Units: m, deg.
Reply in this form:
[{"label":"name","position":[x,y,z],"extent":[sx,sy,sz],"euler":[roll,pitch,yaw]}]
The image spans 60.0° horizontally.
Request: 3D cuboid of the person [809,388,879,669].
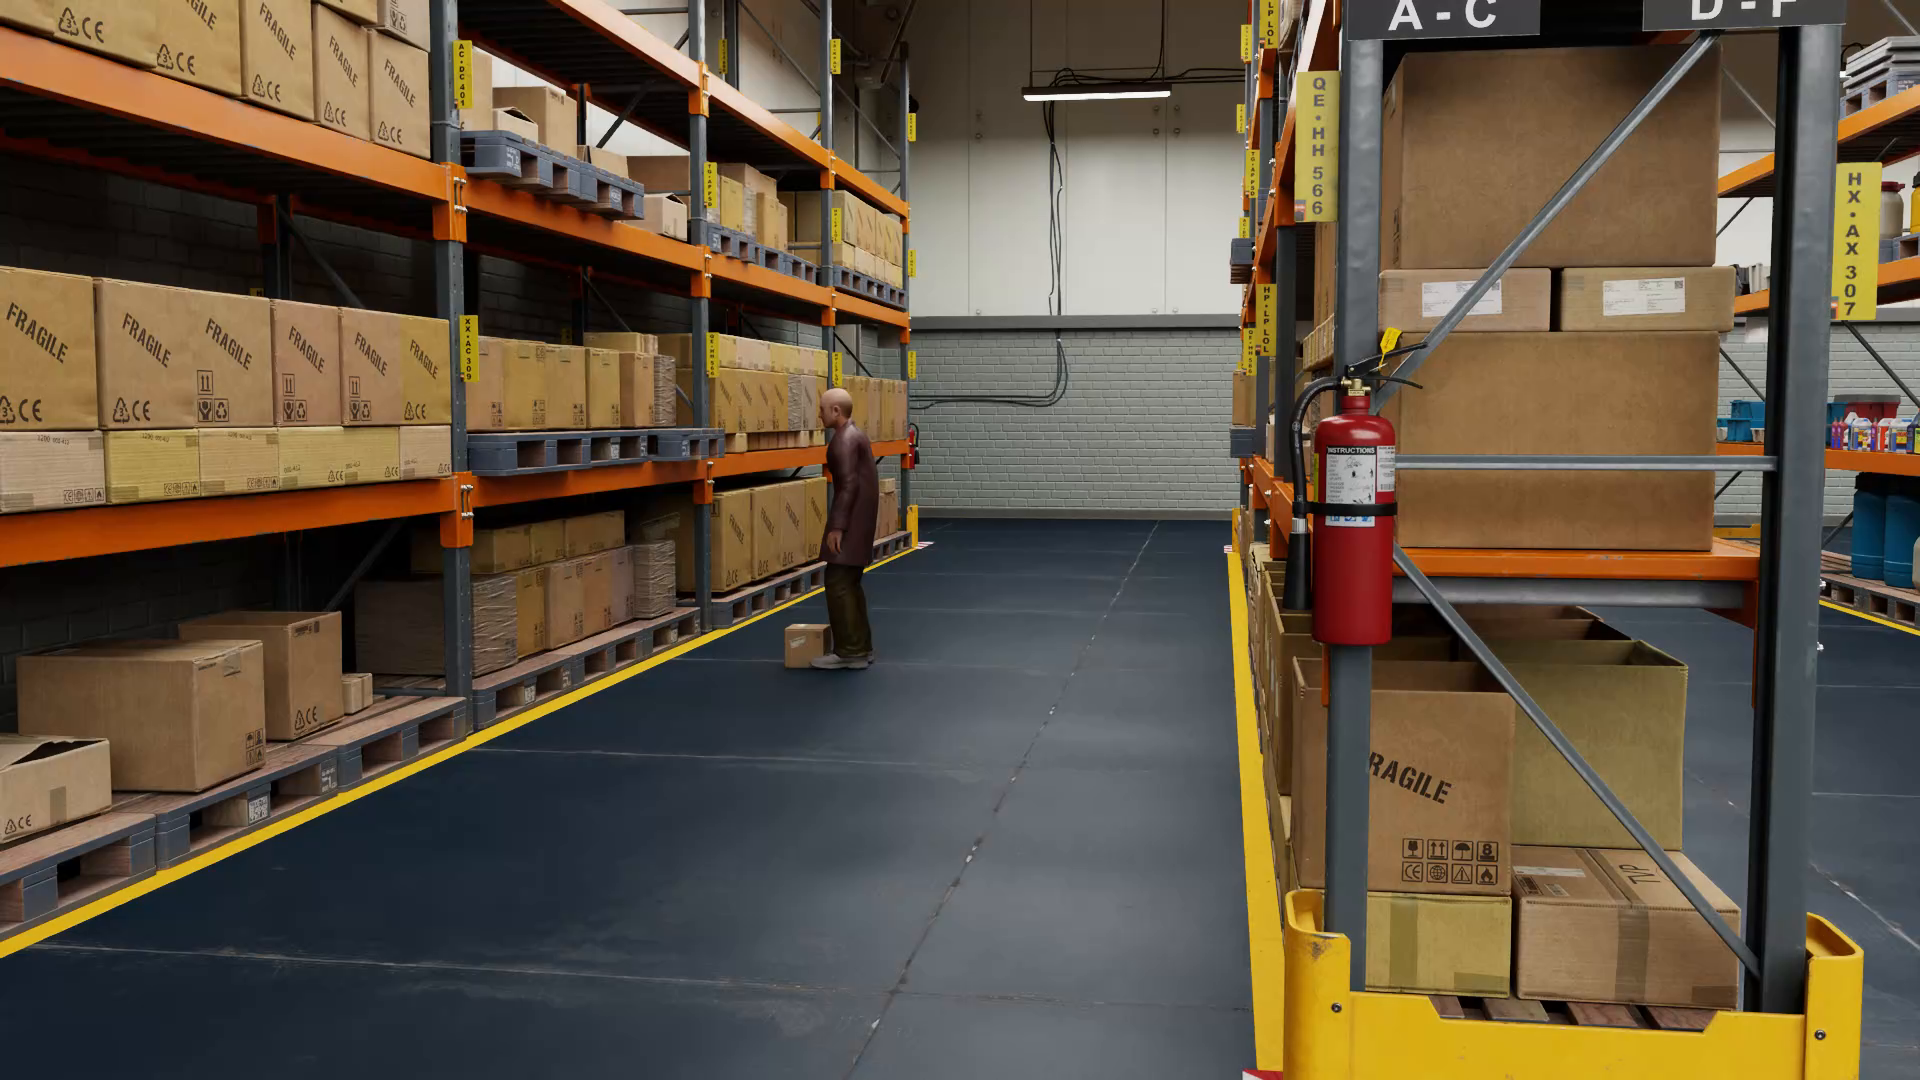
[{"label":"person","position":[-0.731,-0.076,10.584],"extent":[0.429,1.772,0.649],"euler":[0,4,5]}]
